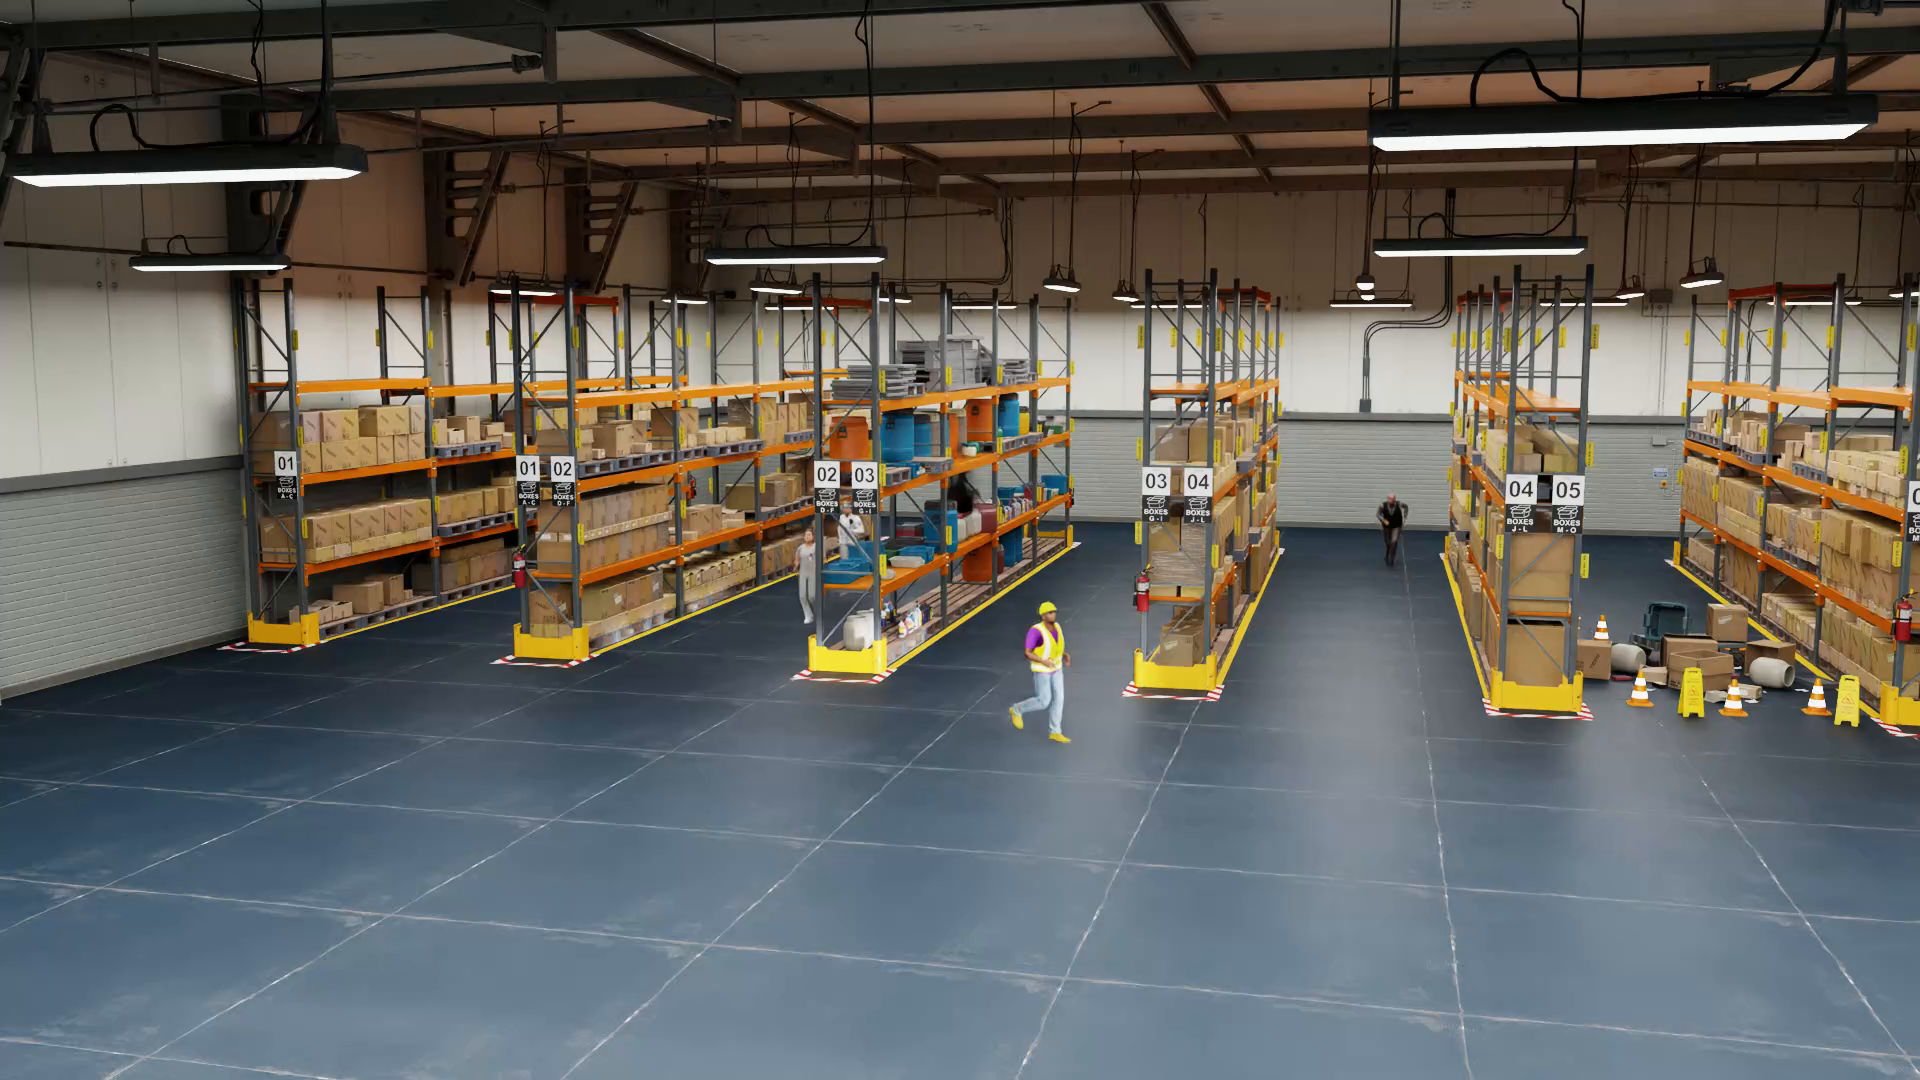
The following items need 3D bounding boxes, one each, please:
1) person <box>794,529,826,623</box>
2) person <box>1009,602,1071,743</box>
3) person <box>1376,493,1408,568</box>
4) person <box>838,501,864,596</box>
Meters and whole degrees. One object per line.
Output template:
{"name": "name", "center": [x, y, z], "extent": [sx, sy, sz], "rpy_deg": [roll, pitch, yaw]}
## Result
{"name": "person", "center": [-2.597, 0.616, 28.567], "extent": [0.561, 1.616, 0.578], "rpy_deg": [2, 7, 14]}
{"name": "person", "center": [1.060, 1.643, 20.944], "extent": [0.854, 1.760, 0.708], "rpy_deg": [7, 10, 44]}
{"name": "person", "center": [9.641, -0.194, 37.156], "extent": [0.699, 1.584, 0.999], "rpy_deg": [2, 7, 12]}
{"name": "person", "center": [-2.069, 0.131, 31.322], "extent": [0.584, 1.777, 0.715], "rpy_deg": [1, 7, 10]}
